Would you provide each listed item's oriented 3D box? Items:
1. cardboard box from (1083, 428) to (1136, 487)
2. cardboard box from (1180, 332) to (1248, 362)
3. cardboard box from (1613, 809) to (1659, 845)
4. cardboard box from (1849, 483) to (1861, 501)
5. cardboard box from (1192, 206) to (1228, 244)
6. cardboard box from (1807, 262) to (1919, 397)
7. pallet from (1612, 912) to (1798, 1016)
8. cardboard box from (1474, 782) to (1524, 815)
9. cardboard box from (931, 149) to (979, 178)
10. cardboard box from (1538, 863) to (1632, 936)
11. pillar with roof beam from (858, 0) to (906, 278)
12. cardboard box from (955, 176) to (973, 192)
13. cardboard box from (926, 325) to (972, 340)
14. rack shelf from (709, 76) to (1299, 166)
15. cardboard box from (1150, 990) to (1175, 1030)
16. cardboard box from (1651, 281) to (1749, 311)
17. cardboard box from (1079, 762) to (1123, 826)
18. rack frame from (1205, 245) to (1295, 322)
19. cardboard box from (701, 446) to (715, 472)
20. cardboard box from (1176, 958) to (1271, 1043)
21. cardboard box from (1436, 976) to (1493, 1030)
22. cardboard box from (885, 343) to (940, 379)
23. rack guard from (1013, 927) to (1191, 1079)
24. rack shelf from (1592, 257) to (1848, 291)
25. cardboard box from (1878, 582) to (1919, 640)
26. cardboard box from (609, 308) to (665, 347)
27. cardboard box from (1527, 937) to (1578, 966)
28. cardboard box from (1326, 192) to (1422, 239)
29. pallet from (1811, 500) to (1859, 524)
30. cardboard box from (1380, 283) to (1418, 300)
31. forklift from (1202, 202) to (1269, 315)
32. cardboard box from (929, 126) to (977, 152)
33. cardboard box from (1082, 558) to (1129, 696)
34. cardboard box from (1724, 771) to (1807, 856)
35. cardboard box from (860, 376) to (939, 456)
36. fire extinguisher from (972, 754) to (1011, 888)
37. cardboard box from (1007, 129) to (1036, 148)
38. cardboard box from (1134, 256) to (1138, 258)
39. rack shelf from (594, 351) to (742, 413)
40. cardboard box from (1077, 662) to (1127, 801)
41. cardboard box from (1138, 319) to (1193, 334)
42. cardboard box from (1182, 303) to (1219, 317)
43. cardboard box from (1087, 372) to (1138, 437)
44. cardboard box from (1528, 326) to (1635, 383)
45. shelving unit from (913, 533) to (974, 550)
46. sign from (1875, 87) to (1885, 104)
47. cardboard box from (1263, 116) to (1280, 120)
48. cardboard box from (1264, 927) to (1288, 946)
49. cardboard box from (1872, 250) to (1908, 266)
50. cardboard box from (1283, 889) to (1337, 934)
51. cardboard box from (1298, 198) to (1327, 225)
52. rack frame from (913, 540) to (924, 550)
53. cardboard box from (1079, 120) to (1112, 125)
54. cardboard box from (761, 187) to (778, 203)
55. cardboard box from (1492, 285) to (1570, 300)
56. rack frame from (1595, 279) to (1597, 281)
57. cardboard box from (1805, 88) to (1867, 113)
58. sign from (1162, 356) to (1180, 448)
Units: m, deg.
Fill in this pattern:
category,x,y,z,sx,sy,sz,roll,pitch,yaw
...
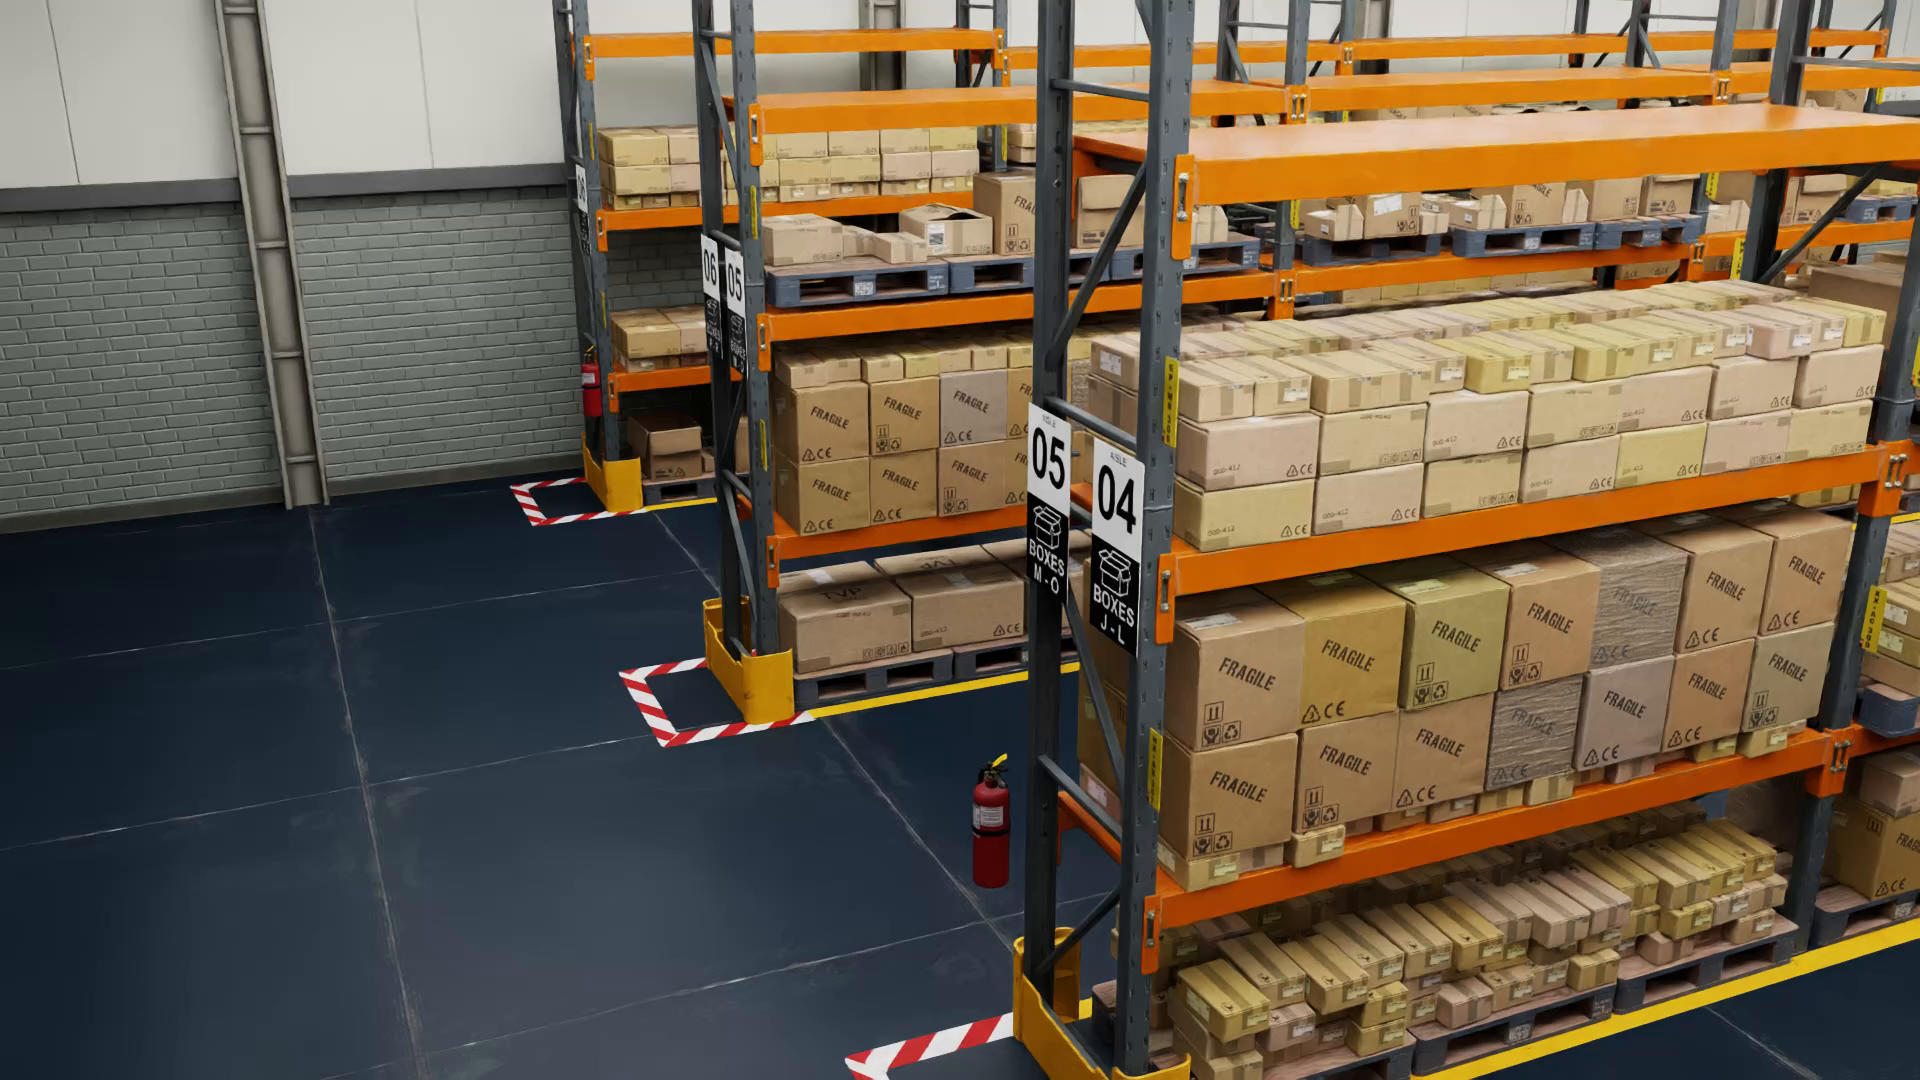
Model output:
category,x,y,z,sx,sy,sz,roll,pitch,yaw
cardboard box,0.870,-0.330,7.153,0.500,0.250,0.500,-9,21,-23
cardboard box,1.003,-0.756,7.009,0.250,0.149,0.380,-8,21,-21
cardboard box,3.556,1.495,9.025,0.250,0.149,0.380,-7,21,-19
cardboard box,8.383,-0.714,15.857,0.625,0.372,0.950,-7,21,-19
cardboard box,1.717,-2.283,11.893,0.258,0.266,0.396,-7,21,-20
cardboard box,4.622,-1.048,8.183,0.500,0.500,0.700,-8,21,-22
pallet,3.628,2.043,8.903,1.213,0.211,1.003,-8,21,-22
cardboard box,2.397,1.110,7.733,0.250,0.149,0.380,-7,21,-20
cardboard box,-0.136,-3.726,16.348,0.500,0.250,0.500,-8,21,-22
cardboard box,3.081,1.775,8.228,0.250,0.149,0.380,-9,21,-25
pillar with roof beam,0.916,-4.081,13.064,0.400,9.000,9.100,-8,21,-22
cardboard box,-0.006,-3.540,16.422,0.250,0.149,0.380,-8,21,-22
cardboard box,-0.096,-1.459,12.018,0.250,0.149,0.380,-8,21,-21
rack shelf,0.341,-2.907,11.413,4.000,0.370,1.077,-8,21,-22
cardboard box,0.958,2.168,8.008,0.250,0.149,0.380,-8,21,-21
cardboard box,3.604,-1.150,8.127,0.250,0.149,0.380,-9,21,-24
cardboard box,0.745,1.144,7.635,0.250,0.149,0.380,-8,21,-22
rack frame,2.177,-0.868,12.971,0.127,3.000,1.000,-8,21,-22
cardboard box,-2.461,-0.804,16.449,0.250,0.149,0.380,-9,21,-24
cardboard box,1.173,2.055,7.433,0.250,0.149,0.380,-9,21,-24
cardboard box,2.337,2.167,8.013,0.250,0.149,0.380,-9,21,-25
cardboard box,-0.329,-1.224,11.350,0.250,0.149,0.380,-9,21,-24
rack guard,0.627,2.323,7.670,0.348,0.500,1.175,-8,21,-22
rack shelf,9.389,-3.357,21.124,4.000,0.370,1.077,-8,21,-22
cardboard box,4.774,0.356,8.343,0.250,0.149,0.380,-7,21,-19
cardboard box,-3.148,-2.066,16.151,0.500,0.250,0.500,-8,21,-20
cardboard box,2.835,1.925,8.252,0.250,0.149,0.380,-9,21,-24
cardboard box,3.101,-2.556,12.464,0.500,0.500,0.500,-9,21,-23
pallet,7.686,-0.340,15.671,1.213,0.211,1.003,-8,21,-22
cardboard box,4.848,-2.885,18.925,0.500,0.250,0.500,-9,21,-23
forklift,2.903,-1.809,15.747,3.031,2.935,1.130,-8,21,-22
cardboard box,-0.161,-3.962,16.266,0.500,0.250,0.500,-8,21,-22
cardboard box,0.879,0.359,7.381,0.500,0.500,0.500,-9,21,-23
cardboard box,4.810,1.435,9.561,0.500,0.500,0.500,-9,21,-23
cardboard box,-0.471,-0.907,11.425,0.500,0.500,0.500,-9,21,-23
fire extinguisher,0.144,1.259,7.607,0.183,0.674,0.296,-8,21,-22
cardboard box,0.655,-3.969,16.408,0.250,0.149,0.380,-8,21,-20
cardboard box,1.936,-2.793,17.656,0.500,0.500,0.700,-8,21,-22
rack shelf,-1.629,-1.779,16.641,4.000,0.370,1.077,-8,21,-22
cardboard box,0.868,0.829,7.552,0.500,0.500,0.500,-8,21,-21
cardboard box,1.502,-1.524,12.200,0.250,0.149,0.380,-8,21,-22
cardboard box,1.784,-1.730,12.787,0.250,0.149,0.380,-8,21,-23
cardboard box,0.880,-0.564,7.063,0.500,0.250,0.500,-9,21,-24
cardboard box,2.650,-0.798,7.127,0.250,0.149,0.380,-9,21,-23
shelving unit,-0.152,-0.544,14.761,0.503,1.200,0.258,-8,21,-22
sign,11.428,-5.588,20.645,0.005,0.325,0.100,-8,21,-22
cardboard box,3.398,-4.442,17.783,0.250,0.149,0.380,-9,21,-24
cardboard box,1.406,1.935,8.221,0.250,0.149,0.380,-9,21,-24
cardboard box,8.951,-2.658,15.847,0.250,0.149,0.380,-8,21,-22
cardboard box,1.647,1.770,8.242,0.250,0.149,0.380,-9,21,-24
cardboard box,2.903,-2.619,12.929,0.500,0.311,0.500,-8,21,-22
rack frame,-0.376,-0.512,14.670,0.015,1.200,0.240,-8,21,-22
cardboard box,1.384,-4.272,17.271,0.250,0.149,0.380,-9,21,-24
cardboard box,-1.898,-3.283,15.691,0.250,0.149,0.380,-8,21,-23
cardboard box,4.848,-1.854,14.116,0.500,0.500,0.500,-8,21,-22
rack frame,7.553,-3.434,20.257,0.127,3.000,1.000,-8,21,-22
cardboard box,10.916,-5.535,20.774,0.500,0.500,0.500,-7,21,-20
sign,0.773,-0.507,6.114,0.005,0.325,0.100,-8,21,-22
